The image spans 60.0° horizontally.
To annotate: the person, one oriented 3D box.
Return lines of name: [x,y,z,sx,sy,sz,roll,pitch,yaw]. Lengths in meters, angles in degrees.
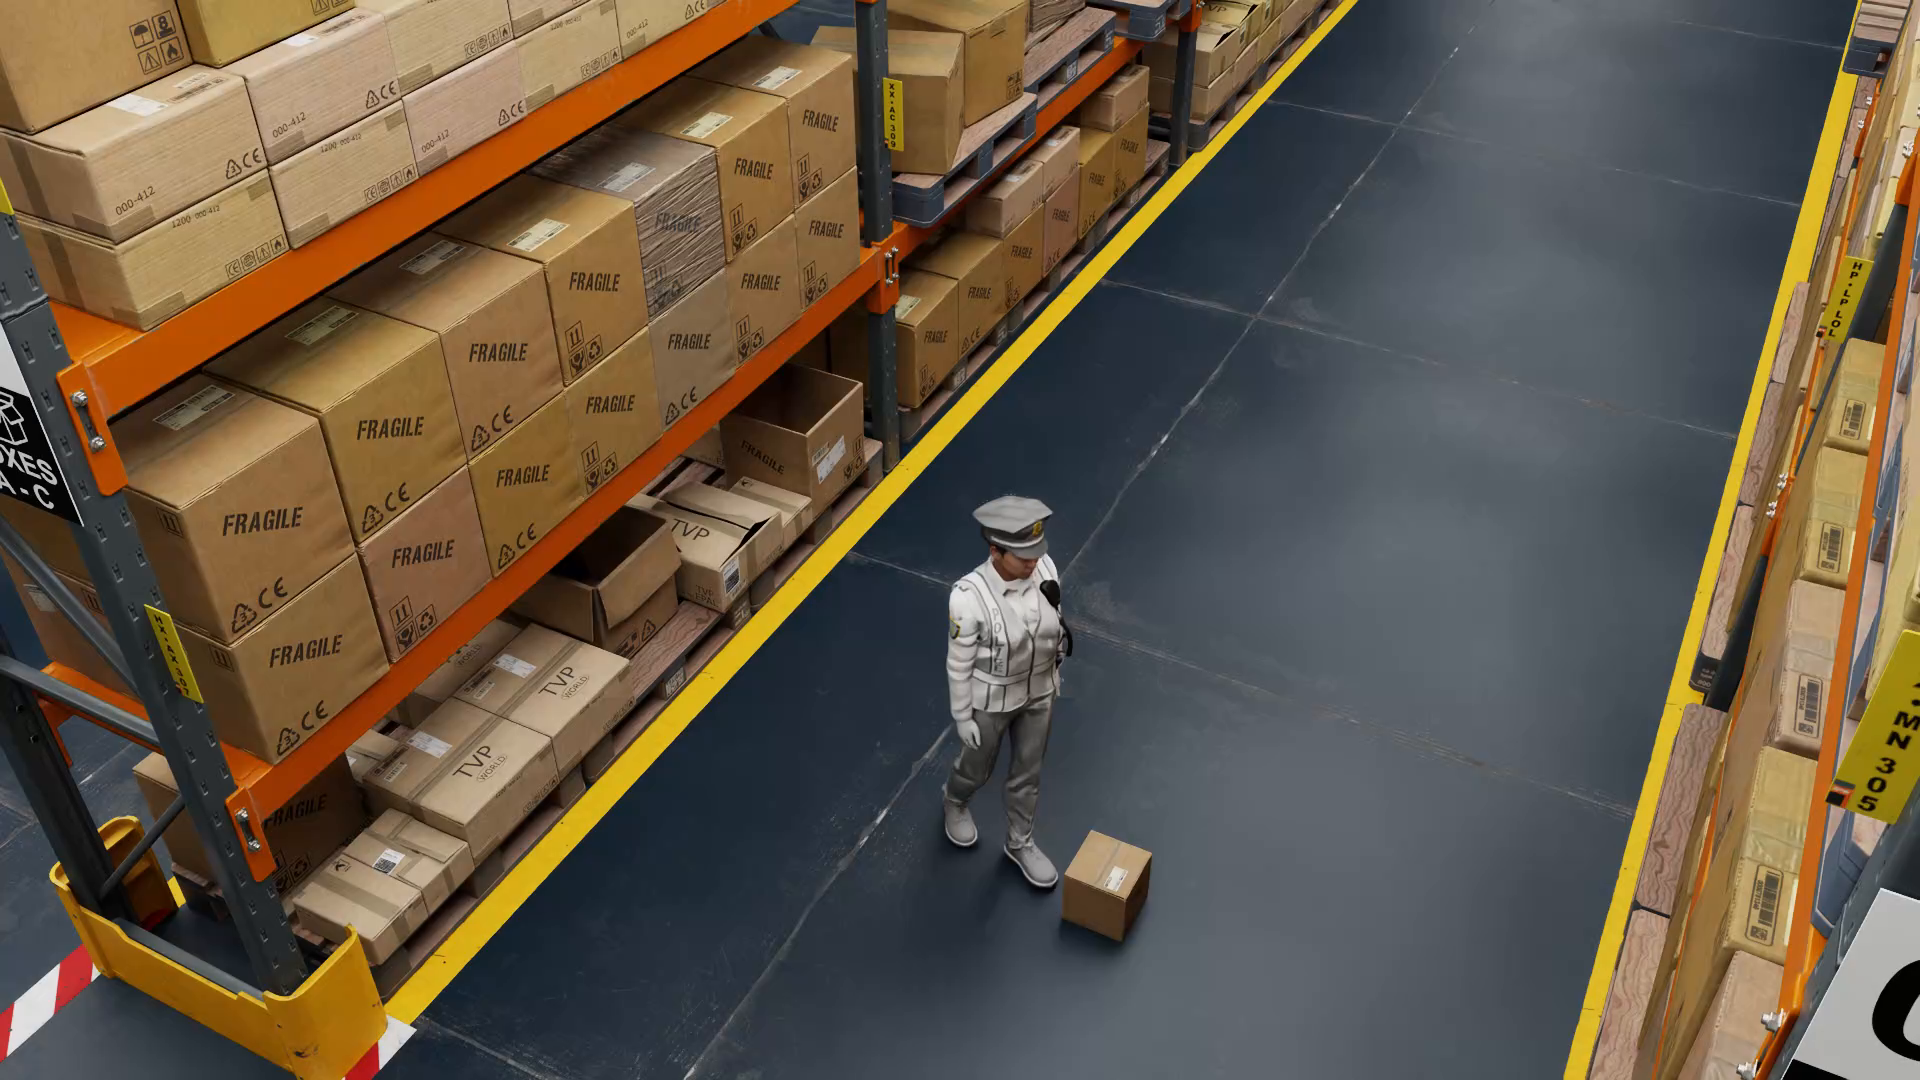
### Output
person: [0.171,0.536,6.039,0.502,1.665,0.613,-21,43,-25]
